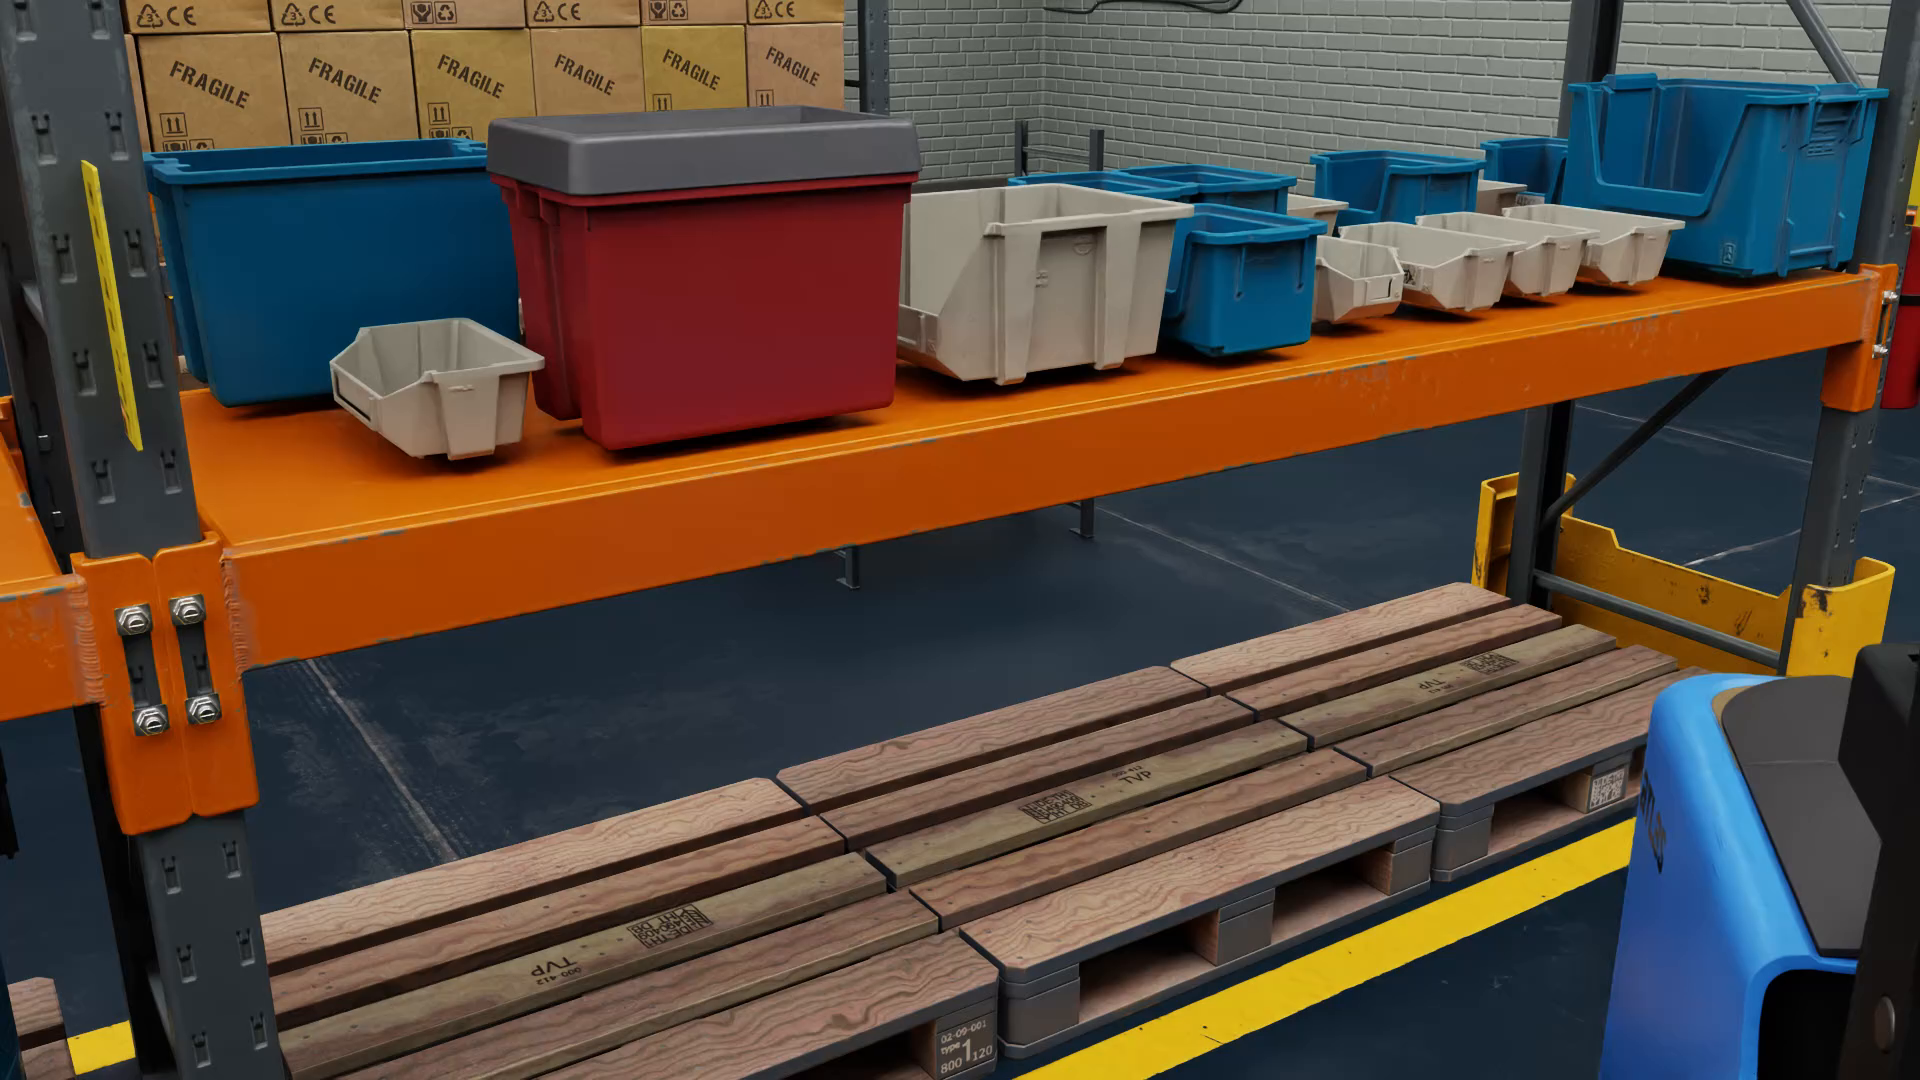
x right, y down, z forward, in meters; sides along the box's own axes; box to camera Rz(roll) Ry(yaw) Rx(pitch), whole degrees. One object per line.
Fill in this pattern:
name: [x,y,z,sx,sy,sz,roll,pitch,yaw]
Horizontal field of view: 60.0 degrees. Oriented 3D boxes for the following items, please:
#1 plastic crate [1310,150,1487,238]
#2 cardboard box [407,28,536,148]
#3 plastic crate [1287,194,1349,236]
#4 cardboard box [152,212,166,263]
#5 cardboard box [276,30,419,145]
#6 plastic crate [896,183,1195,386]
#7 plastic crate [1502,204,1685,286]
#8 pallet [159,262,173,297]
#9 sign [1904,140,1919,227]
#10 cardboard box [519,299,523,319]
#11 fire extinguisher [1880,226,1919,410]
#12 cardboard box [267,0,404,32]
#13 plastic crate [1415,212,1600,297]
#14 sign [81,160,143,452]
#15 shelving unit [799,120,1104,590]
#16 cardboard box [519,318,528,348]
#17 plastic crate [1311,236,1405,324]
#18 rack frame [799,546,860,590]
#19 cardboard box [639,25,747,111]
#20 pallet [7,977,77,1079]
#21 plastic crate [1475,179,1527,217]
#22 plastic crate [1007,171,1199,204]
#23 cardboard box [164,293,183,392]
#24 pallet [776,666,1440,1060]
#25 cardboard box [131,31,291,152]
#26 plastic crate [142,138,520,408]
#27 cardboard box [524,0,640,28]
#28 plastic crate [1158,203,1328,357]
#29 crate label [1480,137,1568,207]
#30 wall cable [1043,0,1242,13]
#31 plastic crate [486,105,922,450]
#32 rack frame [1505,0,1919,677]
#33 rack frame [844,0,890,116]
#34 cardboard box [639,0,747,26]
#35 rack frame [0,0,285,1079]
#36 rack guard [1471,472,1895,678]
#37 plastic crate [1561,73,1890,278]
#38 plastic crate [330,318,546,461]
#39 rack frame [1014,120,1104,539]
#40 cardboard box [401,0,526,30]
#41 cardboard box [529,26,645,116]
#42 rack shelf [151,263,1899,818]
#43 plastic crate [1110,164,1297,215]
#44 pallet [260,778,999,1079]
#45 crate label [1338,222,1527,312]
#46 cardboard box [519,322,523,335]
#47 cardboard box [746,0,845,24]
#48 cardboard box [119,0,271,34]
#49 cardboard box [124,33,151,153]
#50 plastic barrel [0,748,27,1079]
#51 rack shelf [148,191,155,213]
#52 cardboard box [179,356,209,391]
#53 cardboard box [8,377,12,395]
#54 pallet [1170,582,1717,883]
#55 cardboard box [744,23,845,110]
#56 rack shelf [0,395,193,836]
plastic crate: [1.120,-0.868,4.297,0.300,0.233,0.416,-12,22,-31]
cardboard box: [-2.160,-1.944,7.156,0.500,0.500,0.500,-12,22,-32]
plastic crate: [0.790,-0.785,4.200,0.298,0.136,0.250,-12,22,-31]
cardboard box: [-5.630,-2.143,11.146,0.500,0.500,0.700,-12,22,-32]
cardboard box: [-2.584,-1.854,6.890,0.500,0.500,0.500,-12,22,-32]
plastic crate: [0.093,-0.478,3.066,0.530,0.282,0.437,-12,22,-31]
plastic crate: [1.476,-0.702,3.955,0.243,0.136,0.396,-12,22,-31]
pallet: [-5.034,-1.944,11.666,1.213,0.211,1.003,-12,22,-31]
sign: [2.374,-0.923,4.038,0.005,0.325,0.100,-12,22,-31]
cardboard box: [-2.109,-1.026,8.202,0.500,0.250,0.500,-12,22,-31]
fire extinguisher: [2.433,-0.682,4.282,0.183,0.674,0.296,-12,22,-31]
cardboard box: [-2.596,-2.322,6.711,0.500,0.500,0.500,-13,22,-33]
plastic crate: [1.226,-0.655,3.816,0.243,0.136,0.396,-12,22,-31]
sign: [-0.982,-0.270,1.926,0.005,0.325,0.100,-12,22,-31]
shelving unit: [-0.071,-0.695,5.960,1.048,1.500,0.538,-12,22,-31]
cardboard box: [-1.792,-0.901,7.832,0.500,0.250,0.500,-12,22,-31]
plastic crate: [0.770,-0.542,3.483,0.250,0.136,0.298,-12,22,-31]
rack frame: [-0.496,-0.606,5.695,0.032,1.500,0.500,-12,22,-31]
cardboard box: [-1.319,-2.119,7.674,0.500,0.500,0.500,-12,22,-31]
pallet: [-1.951,1.160,2.484,1.213,0.211,1.003,-12,22,-31]
plastic crate: [1.357,-0.904,4.554,0.298,0.136,0.250,-12,22,-31]
plastic crate: [0.320,-0.699,3.798,0.300,0.233,0.416,-12,22,-31]
cardboard box: [-3.685,-0.812,7.179,0.500,0.500,0.500,-12,22,-31]
pallet: [0.329,0.679,3.907,1.213,0.211,1.003,-12,22,-31]
cardboard box: [-3.003,-1.767,6.631,0.500,0.500,0.500,-11,22,-30]
plastic crate: [-1.081,-0.480,2.913,0.575,0.384,0.392,-12,22,-31]
cardboard box: [-1.736,-2.503,7.249,0.500,0.500,0.500,-11,22,-30]
plastic crate: [0.483,-0.509,3.235,0.300,0.233,0.416,-12,22,-31]
crate label: [1.670,-0.984,4.640,0.303,0.233,0.416,-12,22,-31]
wall cable: [1.529,-5.912,14.530,0.112,2.526,3.097,-12,22,-31]
plastic crate: [-0.400,-0.435,2.654,0.583,0.464,0.402,-12,22,-31]
rack frame: [2.057,-0.990,4.491,0.127,3.000,1.000,-12,22,-31]
rack frame: [-0.664,-2.316,8.412,0.127,3.000,1.000,-12,22,-31]
cardboard box: [-1.306,-2.596,7.522,0.500,0.500,0.500,-11,22,-30]
rack frame: [-1.283,-0.286,2.407,0.127,3.000,1.000,-12,22,-31]
rack guard: [2.070,0.186,4.914,0.348,0.500,1.175,-12,22,-31]
plastic crate: [1.881,-0.927,4.153,0.499,0.435,0.616,-12,22,-31]
plastic crate: [-0.816,-0.233,2.569,0.243,0.136,0.396,-12,22,-31]
rack frame: [0.353,-0.785,6.225,0.032,1.500,0.500,-12,22,-31]
cardboard box: [-2.165,-2.413,6.981,0.500,0.500,0.500,-11,22,-30]
cardboard box: [-1.739,-2.033,7.419,0.500,0.500,0.500,-12,22,-31]
rack shelf: [0.387,-0.297,3.564,4.000,0.370,1.077,-12,22,-31]
plastic crate: [0.571,-0.752,3.954,0.300,0.233,0.416,-12,22,-31]
pallet: [-0.690,0.895,3.267,1.213,0.211,1.003,-12,22,-31]
crate label: [1.007,-0.599,3.651,0.243,0.136,0.396,-12,22,-31]
cardboard box: [-2.438,-0.970,7.640,0.637,0.503,0.797,-12,22,-31]
cardboard box: [-0.884,-2.685,7.786,0.500,0.500,0.500,-12,22,-32]
cardboard box: [-3.025,-2.231,6.444,0.500,0.500,0.500,-13,22,-33]
cardboard box: [-3.429,-1.676,6.362,0.500,0.500,0.500,-11,22,-30]
plastic barrel: [-1.747,0.600,2.406,0.708,0.901,0.600,-12,22,-31]
rack shelf: [-2.334,-1.623,7.485,4.000,0.370,1.077,-12,22,-31]
cardboard box: [-3.404,-0.728,7.478,0.250,0.149,0.380,-12,22,-31]
cardboard box: [-3.535,-0.562,6.736,0.500,0.311,0.500,-12,22,-31]
pallet: [1.347,0.465,4.539,1.213,0.211,1.003,-12,22,-31]
cardboard box: [-0.888,-2.212,7.947,0.500,0.500,0.500,-11,22,-30]
rack shelf: [-2.954,0.407,1.480,4.000,0.370,1.077,-12,22,-31]
